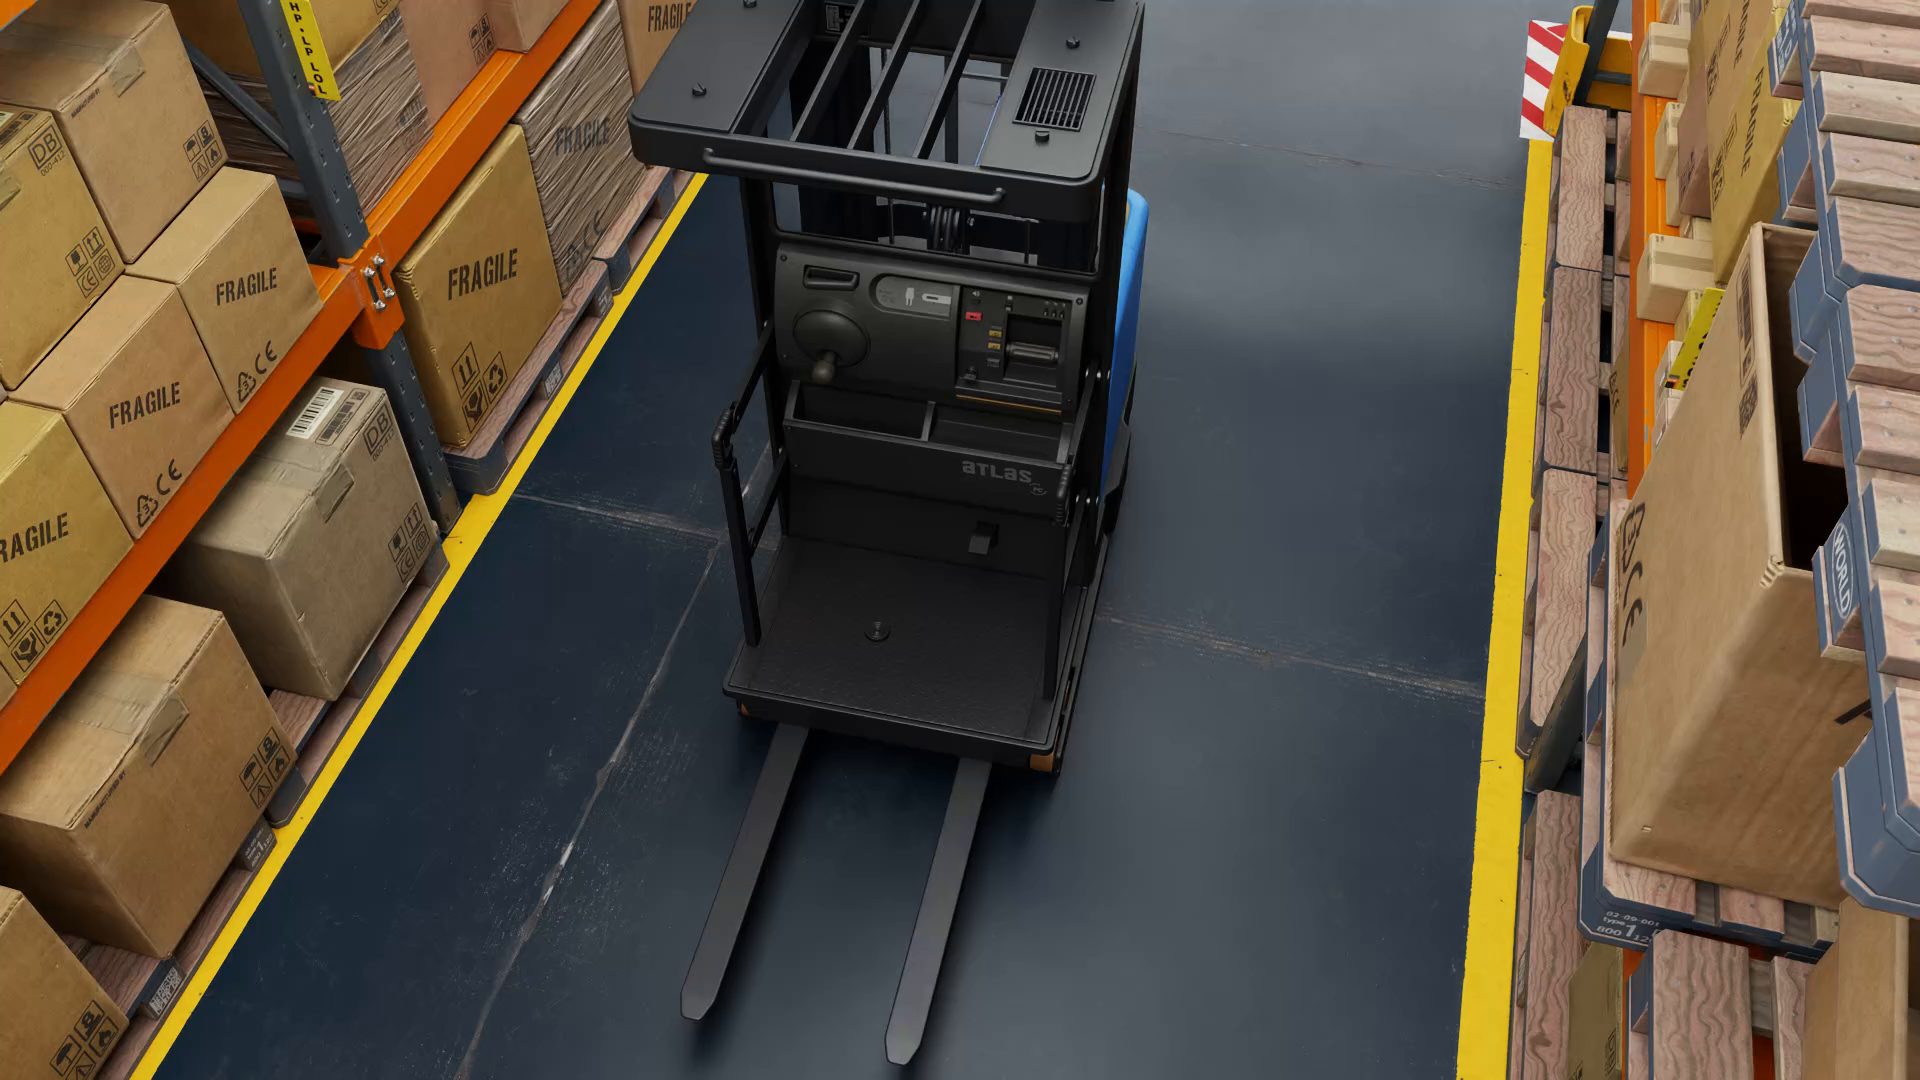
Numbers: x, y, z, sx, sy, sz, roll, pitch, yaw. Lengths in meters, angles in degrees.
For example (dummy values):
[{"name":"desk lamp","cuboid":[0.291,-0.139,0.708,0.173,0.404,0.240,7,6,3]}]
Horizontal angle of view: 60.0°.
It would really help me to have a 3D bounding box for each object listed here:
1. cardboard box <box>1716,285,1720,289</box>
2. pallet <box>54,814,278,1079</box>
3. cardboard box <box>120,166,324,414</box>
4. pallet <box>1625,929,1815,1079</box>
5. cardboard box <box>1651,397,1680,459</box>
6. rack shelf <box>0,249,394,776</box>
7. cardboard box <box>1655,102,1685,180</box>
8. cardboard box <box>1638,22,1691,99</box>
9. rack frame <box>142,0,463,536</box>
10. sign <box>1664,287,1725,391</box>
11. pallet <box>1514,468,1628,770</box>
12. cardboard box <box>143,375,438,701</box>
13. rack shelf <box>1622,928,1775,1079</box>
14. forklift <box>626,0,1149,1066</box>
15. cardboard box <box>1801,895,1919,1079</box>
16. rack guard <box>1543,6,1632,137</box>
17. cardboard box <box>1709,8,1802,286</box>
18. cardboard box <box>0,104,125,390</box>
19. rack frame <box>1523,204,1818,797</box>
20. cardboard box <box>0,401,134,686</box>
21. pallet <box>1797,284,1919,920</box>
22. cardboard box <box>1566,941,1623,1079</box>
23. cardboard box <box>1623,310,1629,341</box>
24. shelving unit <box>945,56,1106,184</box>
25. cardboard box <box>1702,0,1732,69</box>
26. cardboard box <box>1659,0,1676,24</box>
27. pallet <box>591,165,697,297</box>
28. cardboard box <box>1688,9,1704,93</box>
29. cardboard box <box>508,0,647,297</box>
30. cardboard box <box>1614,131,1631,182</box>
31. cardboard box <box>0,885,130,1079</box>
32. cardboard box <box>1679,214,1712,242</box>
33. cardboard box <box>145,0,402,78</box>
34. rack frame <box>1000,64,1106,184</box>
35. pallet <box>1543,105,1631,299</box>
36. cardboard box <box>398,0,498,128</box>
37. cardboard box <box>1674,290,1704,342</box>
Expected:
[{"name":"cardboard box","cuboid":[2.709,-0.899,4.778,0.875,0.500,0.500,12,50,10]},{"name":"pallet","cuboid":[-2.843,1.229,5.024,1.003,0.211,1.213,12,50,10]},{"name":"cardboard box","cuboid":[-2.272,-0.755,4.849,0.500,0.500,0.500,11,50,10]},{"name":"pallet","cuboid":[1.794,1.417,3.127,1.003,0.211,1.213,12,50,10]},{"name":"cardboard box","cuboid":[2.138,-0.230,4.620,0.380,0.149,0.250,12,50,10]},{"name":"rack shelf","cuboid":[-2.919,0.533,4.259,1.077,0.370,4.000,12,50,10]},{"name":"cardboard box","cuboid":[2.547,-1.312,5.575,0.380,0.149,0.250,12,50,10]},{"name":"cardboard box","cuboid":[2.625,-1.685,5.904,0.380,0.149,0.250,12,50,10]},{"name":"rack frame","cuboid":[-2.393,-1.152,5.266,1.000,3.000,0.127,12,50,10]},{"name":"sign","cuboid":[1.840,-0.488,4.103,0.100,0.325,0.005,12,50,10]},{"name":"pallet","cuboid":[2.508,0.330,5.818,1.003,0.211,1.213,12,50,10]},{"name":"cardboard box","cuboid":[-2.470,-0.080,5.540,1.050,0.750,0.750,11,50,10]},{"name":"rack shelf","cuboid":[1.839,1.585,3.330,1.077,0.370,4.000,12,50,10]},{"name":"forklift","cuboid":[-0.138,-0.513,4.748,1.130,2.935,3.031,10,49,8]},{"name":"cardboard box","cuboid":[1.998,0.999,3.019,0.797,0.503,0.637,16,51,14]},{"name":"rack guard","cuboid":[3.398,-2.111,7.780,1.175,0.500,0.348,12,50,10]},{"name":"cardboard box","cuboid":[2.218,-0.942,4.149,0.500,0.500,0.500,12,50,10]},{"name":"cardboard box","cuboid":[-2.651,-0.783,4.207,0.700,0.500,0.500,11,49,9]},{"name":"rack frame","cuboid":[2.365,-0.100,4.338,1.000,3.000,0.127,12,50,10]},{"name":"cardboard box","cuboid":[-2.538,-0.024,4.204,0.500,0.500,0.500,12,50,10]},{"name":"pallet","cuboid":[1.830,0.146,2.245,1.213,0.211,1.003,12,50,10]},{"name":"cardboard box","cuboid":[2.039,1.363,4.420,0.700,0.500,0.500,11,50,10]},{"name":"cardboard box","cuboid":[2.930,-0.968,6.491,0.500,0.500,0.500,16,50,14]},{"name":"shelving unit","cuboid":[0.306,-1.549,6.616,0.538,1.500,1.048,10,49,8]},{"name":"cardboard box","cuboid":[2.481,-1.665,4.787,0.500,0.500,0.500,12,50,10]},{"name":"cardboard box","cuboid":[2.830,-2.032,6.210,0.380,0.149,0.250,12,50,10]},{"name":"pallet","cuboid":[-1.798,-1.649,7.565,1.003,0.211,1.213,12,50,10]},{"name":"cardboard box","cuboid":[2.915,-1.634,5.427,0.875,0.500,0.500,12,50,10]},{"name":"cardboard box","cuboid":[-1.926,-1.682,6.870,0.875,0.875,0.875,12,50,10]},{"name":"cardboard box","cuboid":[3.238,-1.857,7.275,0.500,0.500,0.500,20,52,17]},{"name":"cardboard box","cuboid":[-2.972,1.291,4.330,1.050,0.750,0.750,12,50,11]},{"name":"cardboard box","cuboid":[2.488,-0.936,5.243,0.380,0.149,0.250,12,50,10]},{"name":"cardboard box","cuboid":[-2.263,-1.819,5.034,0.875,0.550,0.550,12,50,10]},{"name":"rack frame","cuboid":[0.418,-1.920,6.944,0.500,1.500,0.032,10,49,8]},{"name":"pallet","cuboid":[3.150,-1.435,7.376,1.003,0.211,1.213,12,50,10]},{"name":"cardboard box","cuboid":[-2.185,-1.873,5.802,0.875,0.550,0.550,12,50,10]},{"name":"cardboard box","cuboid":[2.337,-0.578,4.927,0.380,0.149,0.250,12,50,10]}]
